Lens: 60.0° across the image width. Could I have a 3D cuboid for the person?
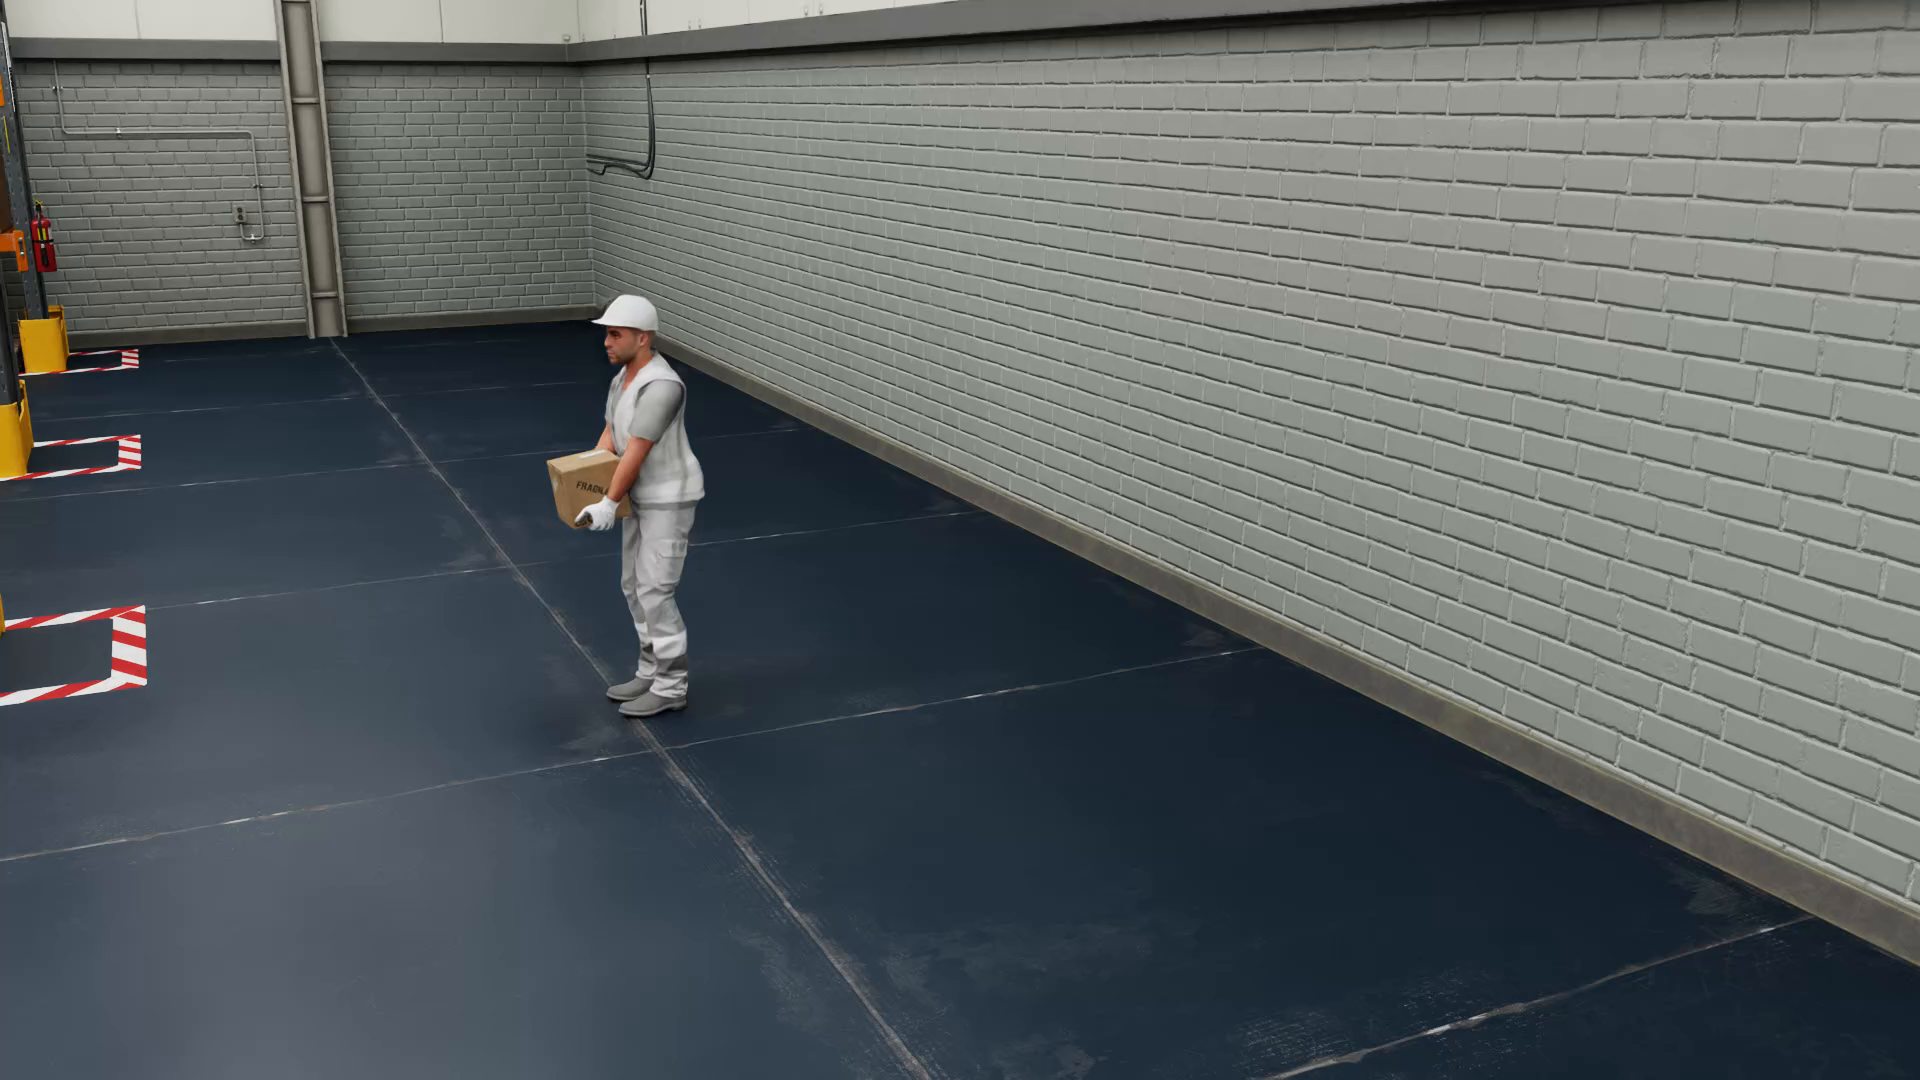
[{"bbox_3d":[-1.373,-0.141,7.015,0.571,1.776,0.472,-8,17,-26],"label":"person"}]
